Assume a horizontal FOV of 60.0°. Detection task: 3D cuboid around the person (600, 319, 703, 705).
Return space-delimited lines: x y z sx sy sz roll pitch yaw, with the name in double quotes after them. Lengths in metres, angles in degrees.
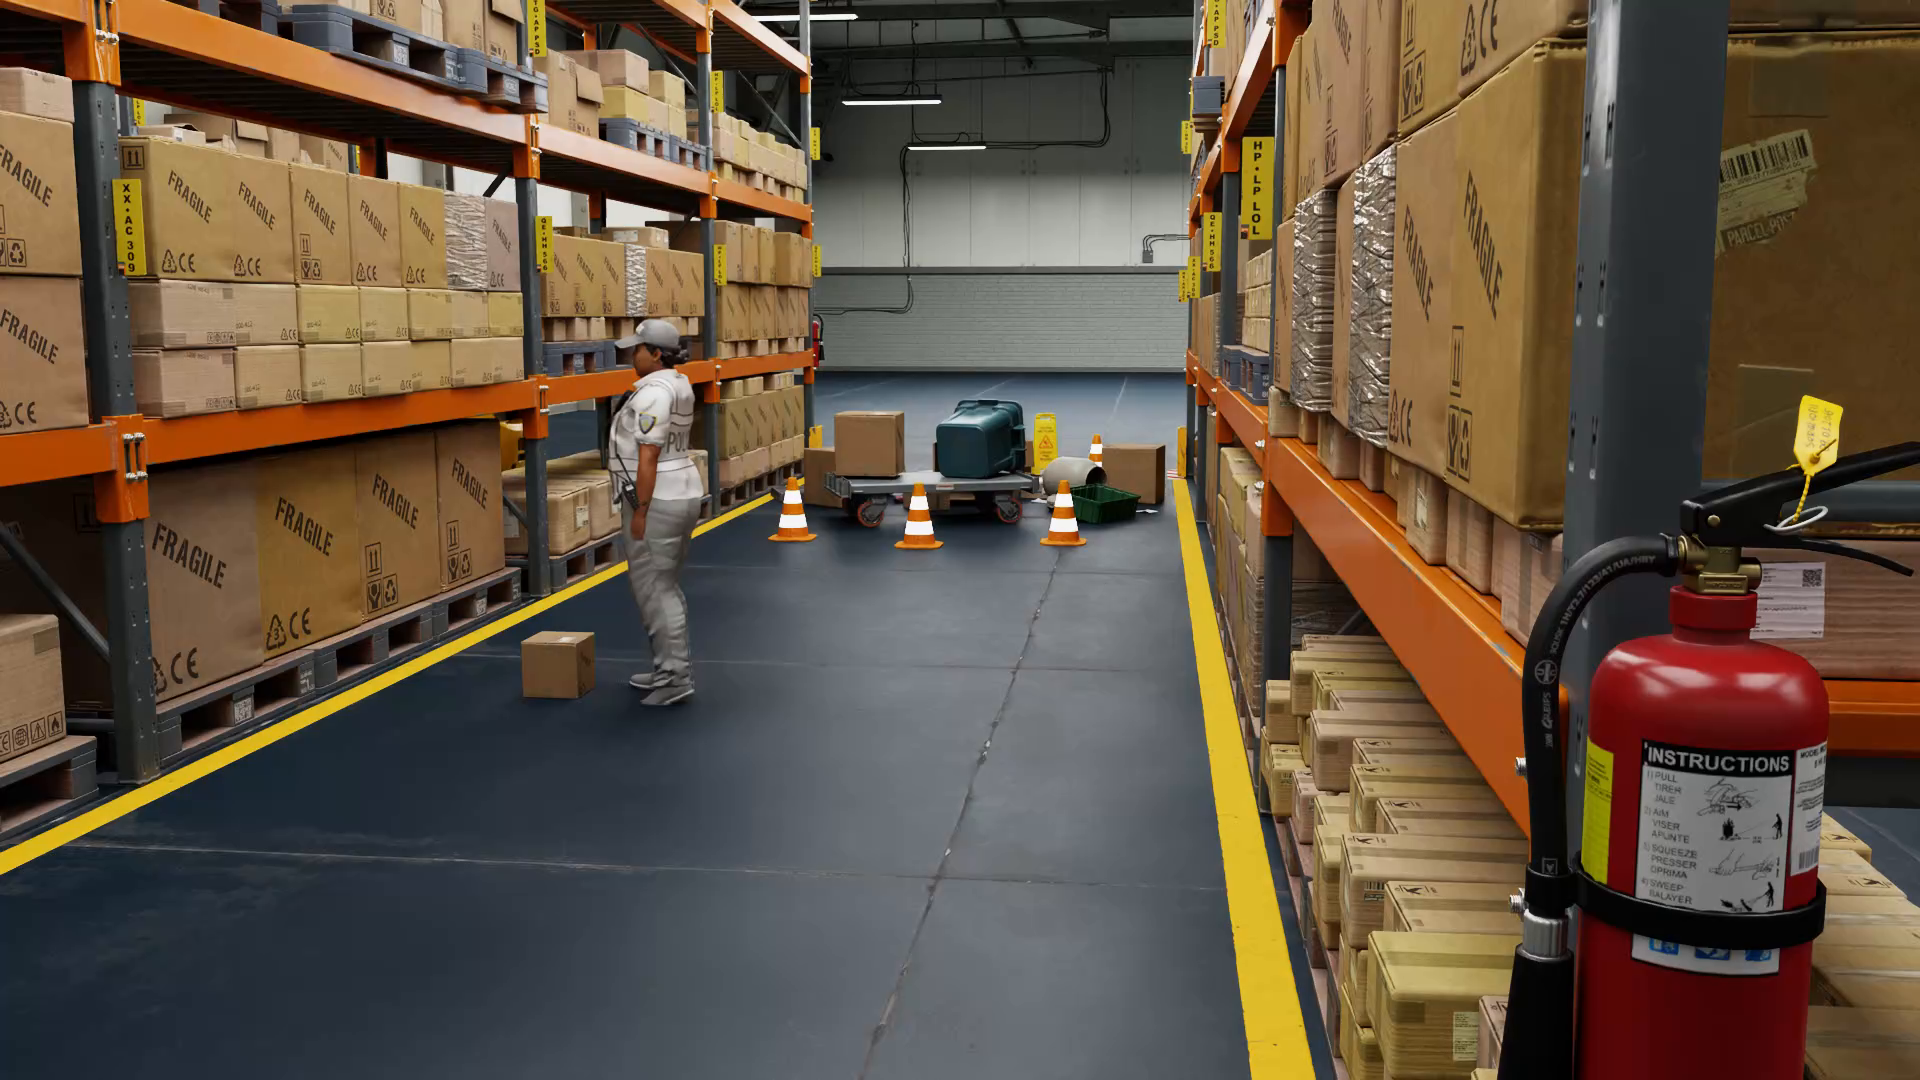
-1.333 -0.104 7.277 0.387 1.715 0.469 1 8 8 "person"
